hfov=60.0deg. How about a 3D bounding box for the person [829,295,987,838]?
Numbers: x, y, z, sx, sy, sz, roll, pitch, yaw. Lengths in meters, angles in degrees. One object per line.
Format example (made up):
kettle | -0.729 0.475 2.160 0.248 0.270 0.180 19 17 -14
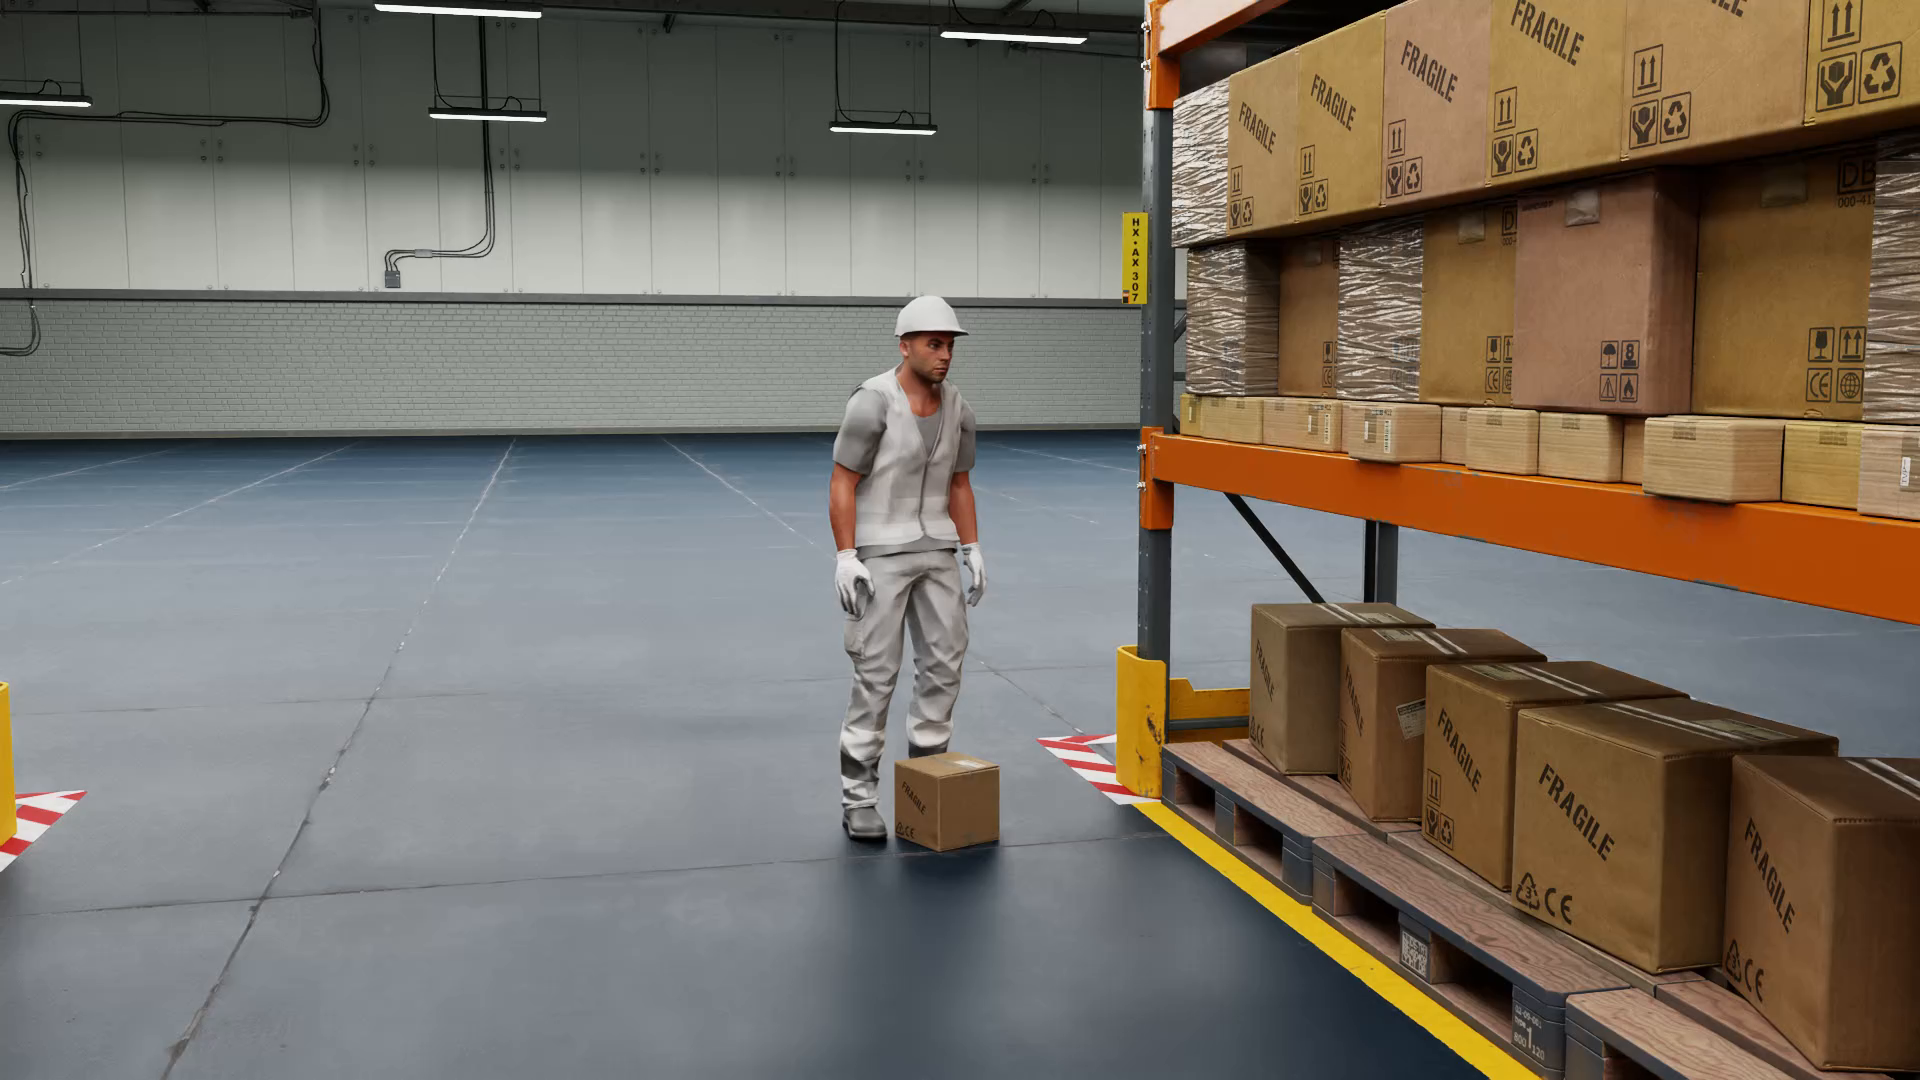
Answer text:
person | -0.163 0.079 5.583 0.616 1.778 0.453 -4 7 -36
